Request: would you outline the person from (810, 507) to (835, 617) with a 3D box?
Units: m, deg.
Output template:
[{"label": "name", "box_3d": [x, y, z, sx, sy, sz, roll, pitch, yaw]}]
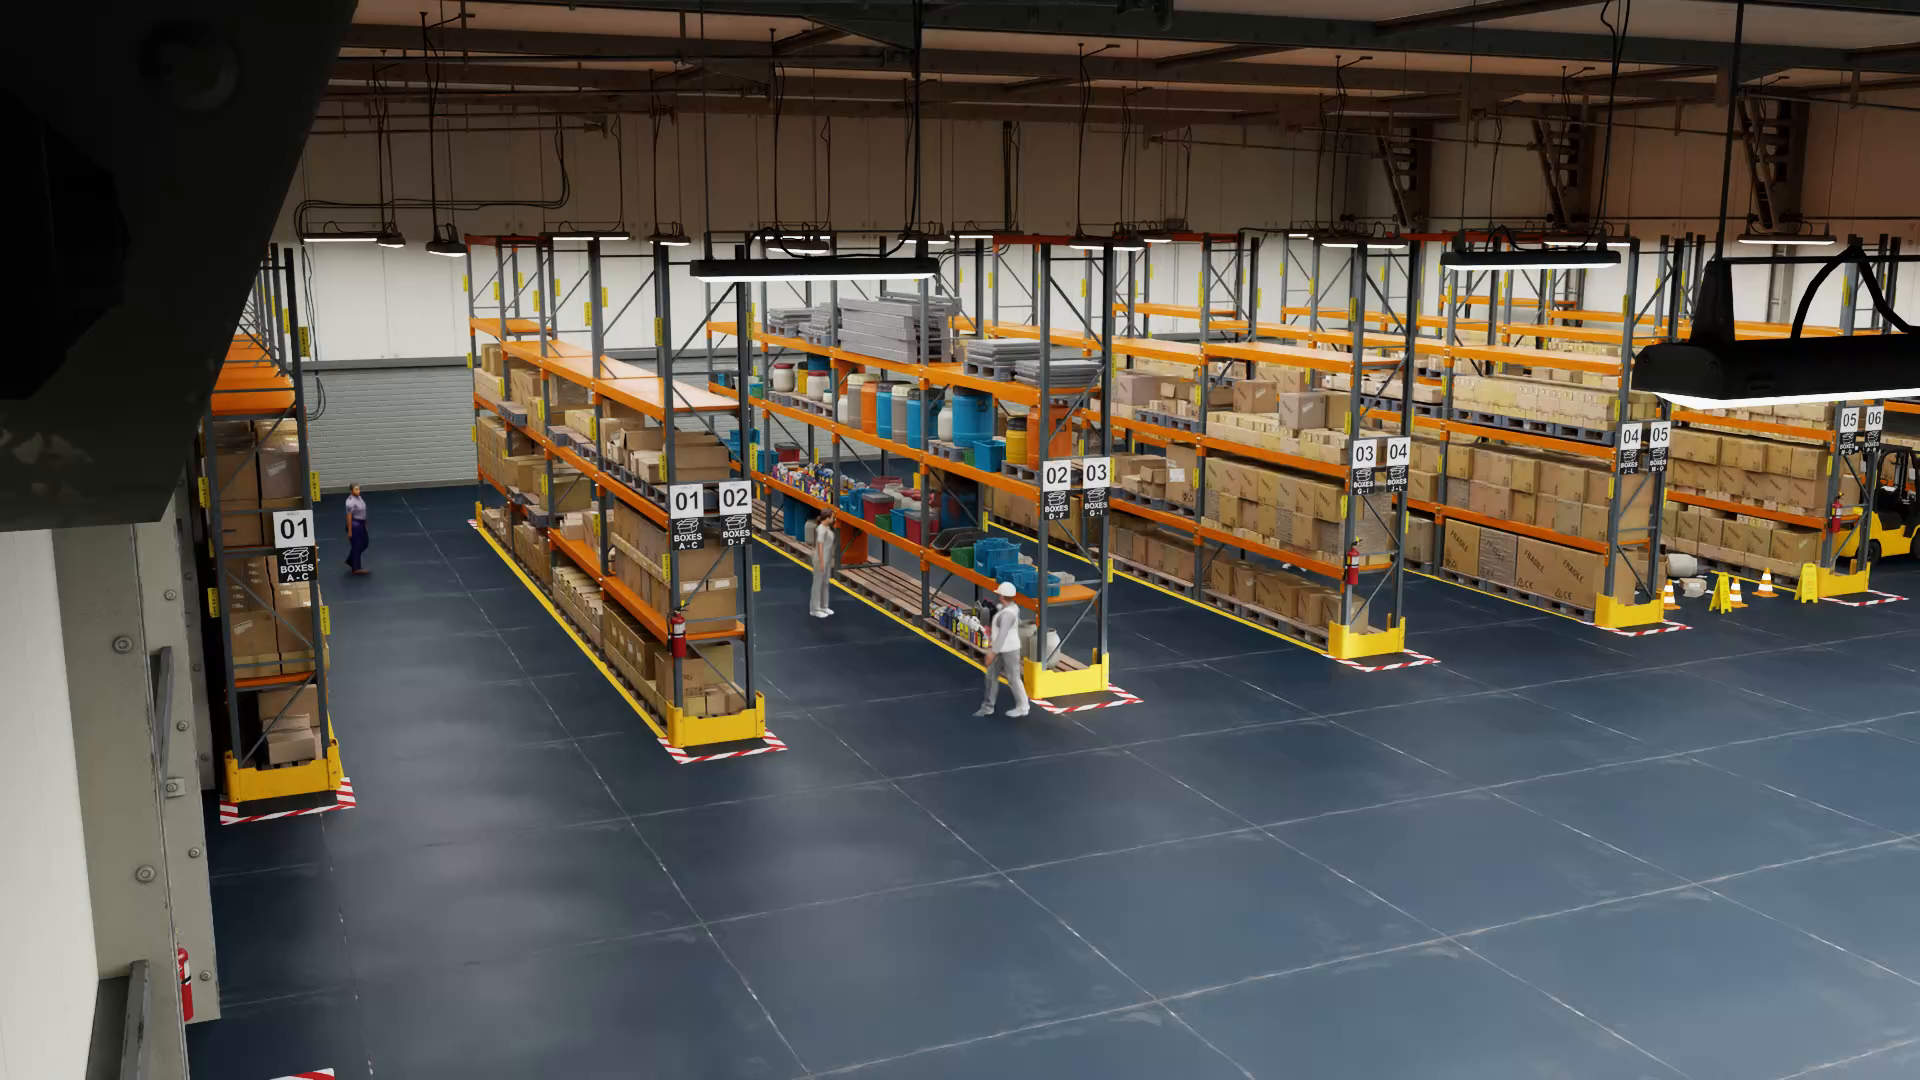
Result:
[{"label": "person", "box_3d": [-2.103, 0.330, 25.465, 0.377, 1.686, 0.472, 4, 12, 18]}]

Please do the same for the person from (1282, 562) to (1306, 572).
[{"label": "person", "box_3d": [6.133, -0.275, 30.255, 0.462, 1.710, 0.331, 5, 12, 25]}]

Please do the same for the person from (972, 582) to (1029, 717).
[{"label": "person", "box_3d": [0.550, 1.432, 21.214, 0.690, 1.815, 0.533, -4, 12, -18]}]

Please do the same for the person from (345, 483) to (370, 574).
[{"label": "person", "box_3d": [-10.887, -0.169, 29.943, 0.432, 1.558, 0.488, -2, 11, -12]}]
